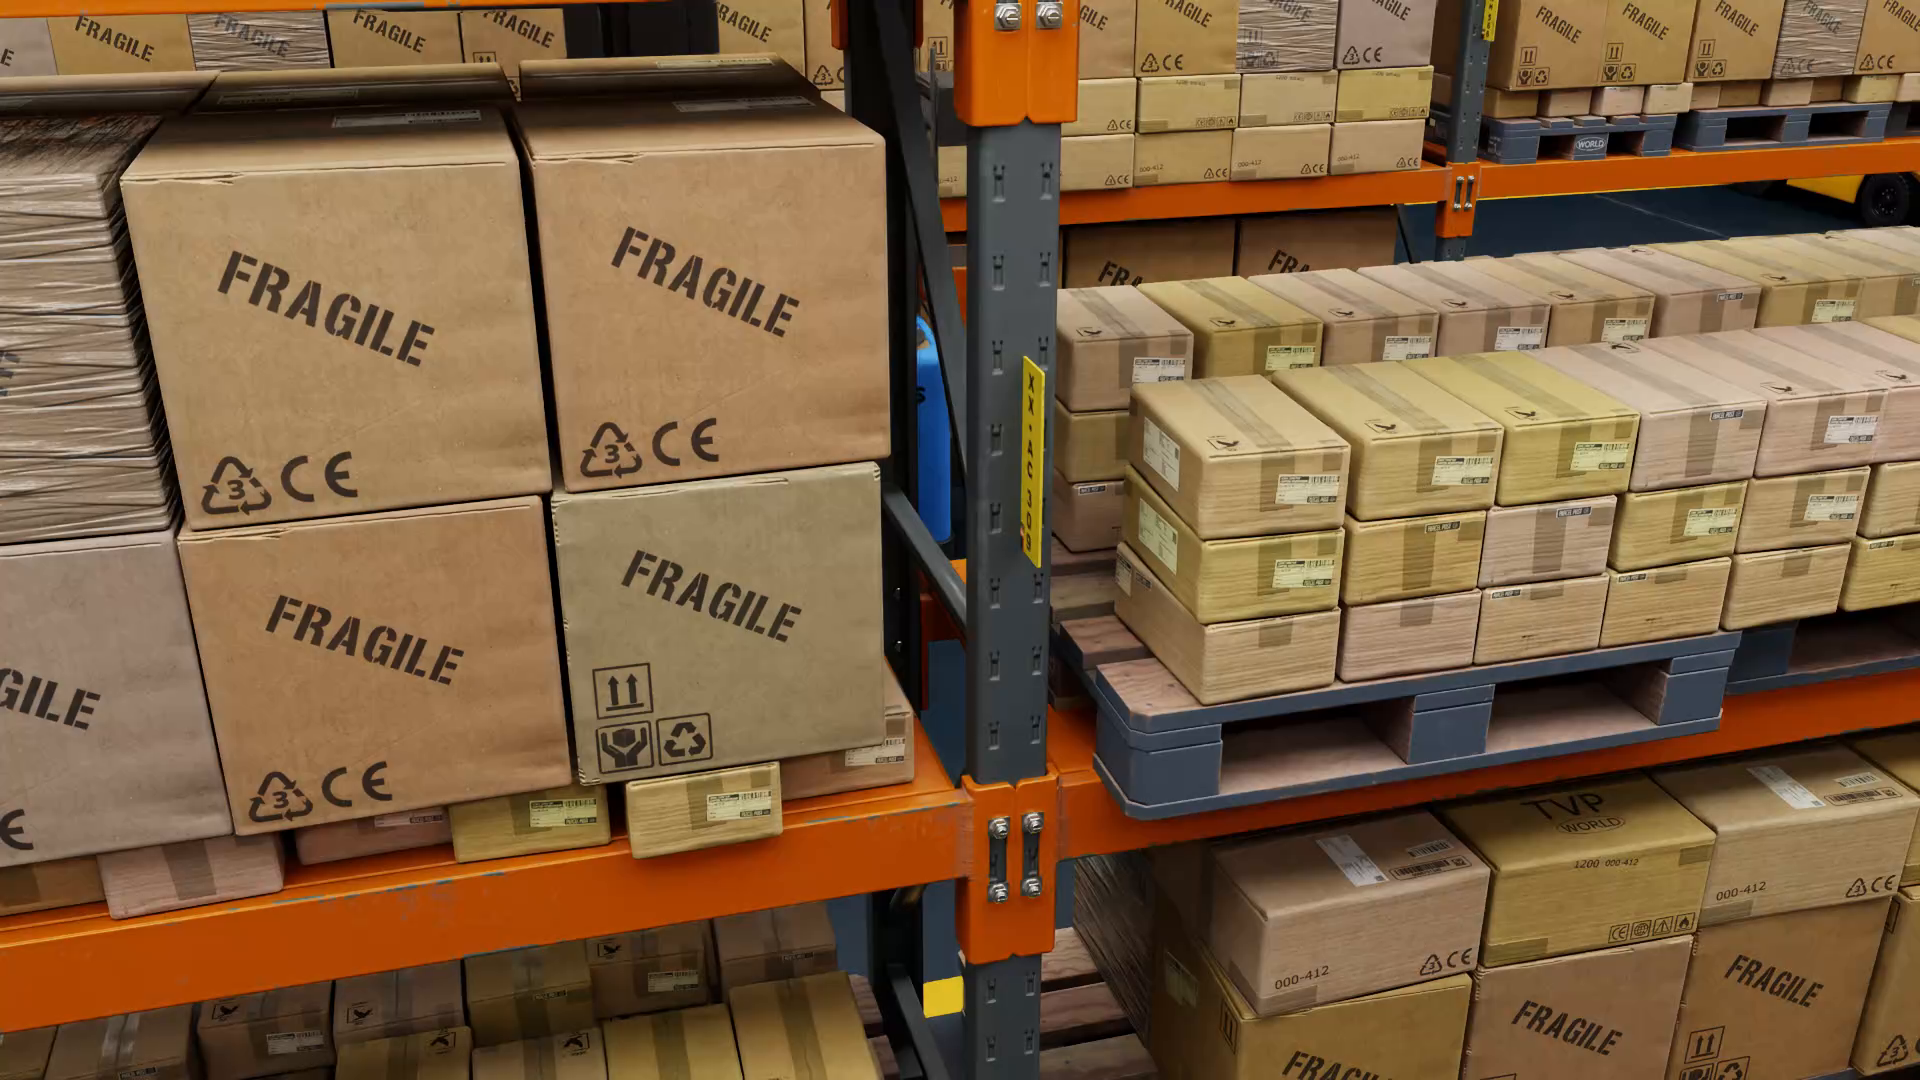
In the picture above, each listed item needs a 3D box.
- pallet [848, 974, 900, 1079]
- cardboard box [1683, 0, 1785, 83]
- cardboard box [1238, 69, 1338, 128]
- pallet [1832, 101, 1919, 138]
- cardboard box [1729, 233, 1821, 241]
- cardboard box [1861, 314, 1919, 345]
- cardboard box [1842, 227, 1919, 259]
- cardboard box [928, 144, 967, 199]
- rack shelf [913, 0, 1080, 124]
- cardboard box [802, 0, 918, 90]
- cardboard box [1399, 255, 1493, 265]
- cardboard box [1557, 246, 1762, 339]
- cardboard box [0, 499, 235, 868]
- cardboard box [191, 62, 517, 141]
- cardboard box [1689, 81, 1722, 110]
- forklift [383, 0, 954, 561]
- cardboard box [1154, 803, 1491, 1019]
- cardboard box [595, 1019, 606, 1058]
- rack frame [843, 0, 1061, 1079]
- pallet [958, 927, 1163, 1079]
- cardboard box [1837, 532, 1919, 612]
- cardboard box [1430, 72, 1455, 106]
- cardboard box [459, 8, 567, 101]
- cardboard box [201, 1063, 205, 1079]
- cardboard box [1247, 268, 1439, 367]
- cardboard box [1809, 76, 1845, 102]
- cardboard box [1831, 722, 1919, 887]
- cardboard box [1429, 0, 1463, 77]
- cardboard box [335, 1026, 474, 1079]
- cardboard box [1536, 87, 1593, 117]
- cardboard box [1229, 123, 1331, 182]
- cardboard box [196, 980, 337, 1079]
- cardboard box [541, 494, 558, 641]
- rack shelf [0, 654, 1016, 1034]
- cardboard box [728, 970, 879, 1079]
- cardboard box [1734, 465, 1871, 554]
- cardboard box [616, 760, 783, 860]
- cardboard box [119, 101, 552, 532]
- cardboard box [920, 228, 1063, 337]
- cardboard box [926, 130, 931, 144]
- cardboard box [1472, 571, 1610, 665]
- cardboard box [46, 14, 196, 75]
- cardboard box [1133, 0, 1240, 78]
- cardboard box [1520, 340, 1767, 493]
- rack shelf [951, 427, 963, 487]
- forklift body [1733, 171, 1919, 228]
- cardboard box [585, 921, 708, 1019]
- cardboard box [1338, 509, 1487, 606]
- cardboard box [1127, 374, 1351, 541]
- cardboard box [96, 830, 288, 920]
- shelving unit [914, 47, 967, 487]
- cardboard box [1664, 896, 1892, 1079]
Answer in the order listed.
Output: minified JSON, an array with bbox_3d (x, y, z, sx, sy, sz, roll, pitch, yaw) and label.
[{"bbox_3d":[-0.678,1.437,3.634,1.213,0.211,1.003,-6,24,-14],"label":"pallet"},{"bbox_3d":[3.881,-2.677,8.649,0.500,0.500,0.500,-6,24,-13],"label":"cardboard box"},{"bbox_3d":[1.486,-2.181,8.085,0.500,0.250,0.500,-7,24,-16],"label":"cardboard box"},{"bbox_3d":[5.452,-2.536,9.599,1.213,0.211,1.003,-6,24,-14],"label":"pallet"},{"bbox_3d":[5.032,-1.501,9.744,0.625,0.372,0.950,-5,24,-11],"label":"cardboard box"},{"bbox_3d":[1.966,-0.316,3.214,0.250,0.149,0.380,-6,24,-13],"label":"cardboard box"},{"bbox_3d":[2.303,-0.619,3.921,0.250,0.149,0.380,-5,24,-12],"label":"cardboard box"},{"bbox_3d":[0.015,-1.780,7.785,0.500,0.250,0.500,-7,24,-15],"label":"cardboard box"},{"bbox_3d":[1.885,-1.190,3.329,4.000,0.370,1.077,-6,24,-14],"label":"rack shelf"},{"bbox_3d":[-0.492,-2.306,7.425,0.500,0.500,0.500,-6,24,-15],"label":"cardboard box"},{"bbox_3d":[2.923,-1.266,9.196,0.625,0.372,0.950,-8,24,-18],"label":"cardboard box"},{"bbox_3d":[1.548,-0.536,3.726,0.250,0.149,0.380,-7,24,-17],"label":"cardboard box"},{"bbox_3d":[-1.410,0.154,2.583,0.500,0.500,0.500,-6,24,-15],"label":"cardboard box"},{"bbox_3d":[-1.036,-0.555,2.968,0.500,0.500,0.500,-7,24,-16],"label":"cardboard box"},{"bbox_3d":[3.778,-2.372,8.759,0.250,0.149,0.380,-5,24,-11],"label":"cardboard box"},{"bbox_3d":[-1.596,-1.117,6.135,3.031,2.935,1.130,-5,24,-12],"label":"forklift"},{"bbox_3d":[0.742,0.703,3.494,0.500,0.250,0.500,-7,24,-17],"label":"cardboard box"},{"bbox_3d":[-0.921,1.069,3.661,0.250,0.149,0.380,-6,24,-15],"label":"cardboard box"},{"bbox_3d":[-0.041,0.070,3.282,0.127,3.000,1.000,-6,24,-14],"label":"rack frame"},{"bbox_3d":[0.708,1.268,4.026,1.213,0.211,1.003,-6,24,-14],"label":"pallet"},{"bbox_3d":[1.719,-0.016,3.268,0.250,0.149,0.380,-7,24,-15],"label":"cardboard box"},{"bbox_3d":[2.628,-2.426,8.886,0.250,0.149,0.380,-5,24,-12],"label":"cardboard box"},{"bbox_3d":[-1.855,-2.148,7.058,0.500,0.500,0.500,-7,24,-15],"label":"cardboard box"},{"bbox_3d":[-1.712,1.119,3.543,0.250,0.149,0.380,-6,24,-15],"label":"cardboard box"},{"bbox_3d":[0.801,-0.453,3.533,0.250,0.149,0.380,-7,24,-16],"label":"cardboard box"},{"bbox_3d":[4.539,-2.476,9.002,0.250,0.149,0.380,-7,24,-16],"label":"cardboard box"},{"bbox_3d":[2.246,0.534,3.888,0.500,0.250,0.500,-6,24,-13],"label":"cardboard box"},{"bbox_3d":[2.739,-2.754,8.827,0.500,0.500,0.500,-7,24,-16],"label":"cardboard box"},{"bbox_3d":[-1.057,1.120,3.163,0.250,0.149,0.380,-6,24,-13],"label":"cardboard box"},{"bbox_3d":[3.020,-2.283,8.553,0.250,0.149,0.380,-8,24,-18],"label":"cardboard box"},{"bbox_3d":[1.472,-1.942,8.163,0.500,0.250,0.500,-6,24,-13],"label":"cardboard box"},{"bbox_3d":[-1.452,0.957,3.543,0.250,0.149,0.380,-6,24,-13],"label":"cardboard box"},{"bbox_3d":[-1.060,-0.100,3.174,0.500,0.500,0.500,-6,24,-14],"label":"cardboard box"},{"bbox_3d":[-1.966,0.614,2.927,4.000,0.370,1.077,-6,24,-14],"label":"rack shelf"},{"bbox_3d":[-0.313,1.051,3.325,0.250,0.149,0.380,-6,24,-13],"label":"cardboard box"},{"bbox_3d":[1.469,-0.125,3.145,0.250,0.149,0.380,-5,24,-12],"label":"cardboard box"},{"bbox_3d":[-0.471,0.374,2.893,0.250,0.149,0.380,-7,24,-16],"label":"cardboard box"},{"bbox_3d":[-0.917,-0.362,2.517,0.500,0.500,0.500,-7,24,-16],"label":"cardboard box"},{"bbox_3d":[-0.032,-1.210,8.429,0.875,0.875,0.875,-6,24,-13],"label":"cardboard box"},{"bbox_3d":[0.012,-2.009,7.683,0.500,0.250,0.500,-6,24,-14],"label":"cardboard box"},{"bbox_3d":[0.970,0.069,3.072,0.250,0.149,0.380,-6,24,-14],"label":"cardboard box"},{"bbox_3d":[-3.318,-1.989,6.688,0.500,0.500,0.500,-6,24,-14],"label":"cardboard box"},{"bbox_3d":[0.977,-2.467,7.801,0.500,0.500,0.500,-6,24,-14],"label":"cardboard box"},{"bbox_3d":[1.218,-0.232,3.018,0.250,0.149,0.380,-7,24,-15],"label":"cardboard box"},{"bbox_3d":[0.095,-0.311,7.121,0.480,0.518,0.431,-5,24,-12],"label":"rack shelf"},{"bbox_3d":[7.401,-3.676,13.089,1.214,2.155,2.313,-6,24,-14],"label":"forklift body"},{"bbox_3d":[-0.710,0.879,3.726,0.250,0.149,0.380,-5,24,-12],"label":"cardboard box"},{"bbox_3d":[0.712,-0.039,2.947,0.250,0.149,0.380,-7,24,-15],"label":"cardboard box"},{"bbox_3d":[0.463,-0.148,2.822,0.250,0.149,0.380,-5,24,-12],"label":"cardboard box"},{"bbox_3d":[-1.253,0.438,2.743,0.250,0.149,0.380,-7,24,-17],"label":"cardboard box"},{"bbox_3d":[0.095,-0.966,6.840,0.503,2.100,0.431,-5,24,-12],"label":"shelving unit"},{"bbox_3d":[1.752,0.930,3.915,0.500,0.500,0.500,-6,24,-13],"label":"cardboard box"}]
